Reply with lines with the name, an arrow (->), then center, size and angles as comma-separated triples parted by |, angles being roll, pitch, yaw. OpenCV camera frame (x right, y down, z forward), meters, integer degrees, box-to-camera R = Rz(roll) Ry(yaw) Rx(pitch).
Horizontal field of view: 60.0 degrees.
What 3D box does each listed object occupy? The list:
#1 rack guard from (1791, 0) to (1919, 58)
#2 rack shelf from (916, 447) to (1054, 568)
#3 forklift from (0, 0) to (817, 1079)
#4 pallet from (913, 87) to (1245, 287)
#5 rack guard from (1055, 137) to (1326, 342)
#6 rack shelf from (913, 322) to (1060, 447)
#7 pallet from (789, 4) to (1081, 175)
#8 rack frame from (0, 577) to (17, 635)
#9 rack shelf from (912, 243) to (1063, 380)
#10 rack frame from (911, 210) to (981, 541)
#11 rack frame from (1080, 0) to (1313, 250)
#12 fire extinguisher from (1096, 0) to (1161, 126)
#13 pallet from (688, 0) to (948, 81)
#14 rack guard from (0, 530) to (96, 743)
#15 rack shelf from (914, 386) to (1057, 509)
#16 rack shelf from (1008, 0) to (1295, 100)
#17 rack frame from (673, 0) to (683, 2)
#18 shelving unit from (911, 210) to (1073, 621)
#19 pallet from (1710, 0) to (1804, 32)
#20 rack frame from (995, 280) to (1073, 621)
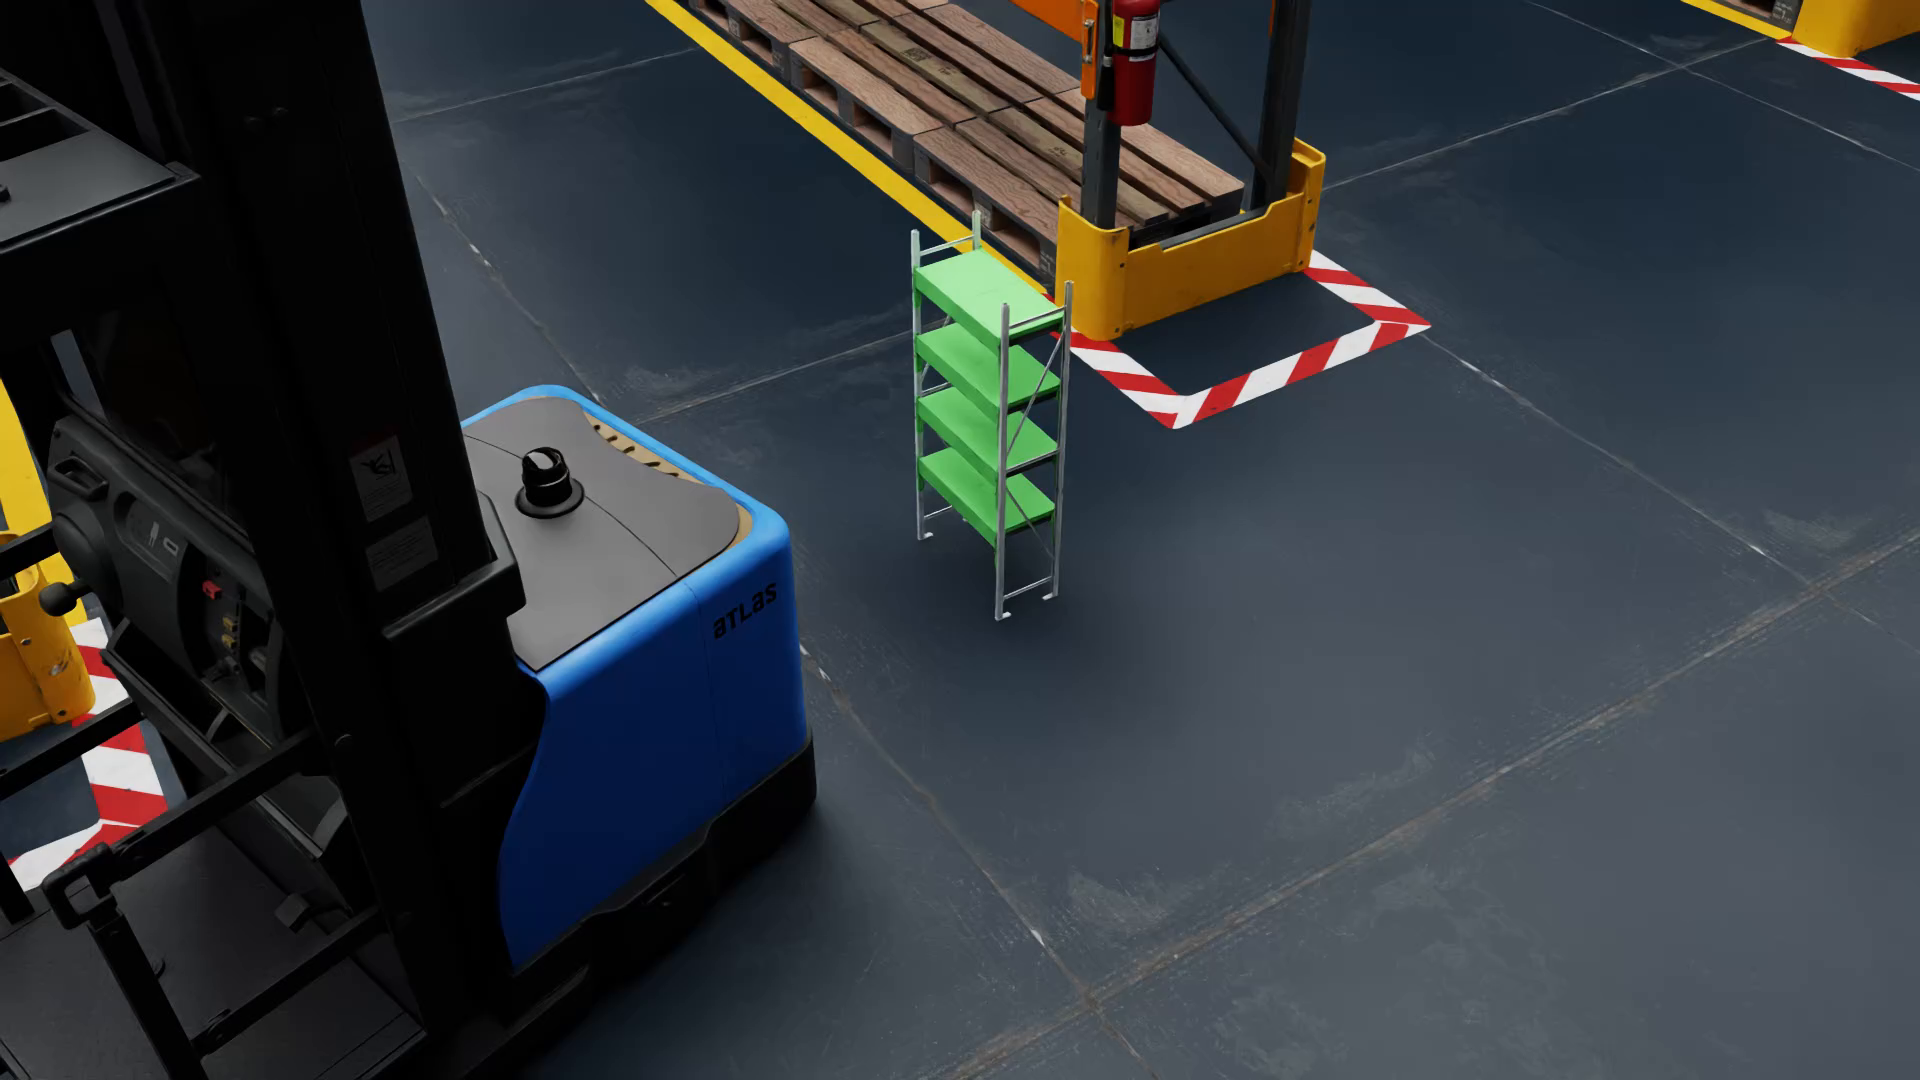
rack guard -> 5.065, -3.022, 8.986 | 1.175, 0.500, 0.348 | -22, 45, -24
rack shelf -> 0.089, -0.138, 5.453 | 0.258, 0.148, 0.480 | -22, 45, -24
forklift -> -1.761, 0.153, 3.277 | 1.130, 2.935, 3.031 | 29, 48, 31
pallet -> 0.517, -1.626, 7.536 | 1.003, 0.211, 1.213 | -22, 45, -24
rack guard -> 0.951, -1.270, 6.883 | 1.175, 0.500, 0.348 | -22, 45, -24
rack shelf -> 0.089, -0.507, 5.146 | 0.258, 0.148, 0.480 | -22, 45, -24
pallet -> -0.135, -2.284, 8.325 | 1.003, 0.211, 1.213 | -22, 45, -24
rack frame -> -3.249, -0.534, 4.047 | 1.000, 3.000, 0.127 | -22, 45, -24
rack shelf -> 0.089, -0.691, 4.992 | 0.258, 0.148, 0.480 | -22, 45, -24
rack frame -> -0.042, -0.503, 5.417 | 0.240, 1.200, 0.015 | -22, 45, -24
rack frame -> 0.927, -2.238, 6.093 | 1.000, 3.000, 0.127 | -22, 45, -24
fire extinguisher -> 0.625, -1.828, 5.952 | 0.296, 0.674, 0.183 | -22, 45, -24
pallet -> -0.795, -2.943, 9.117 | 1.003, 0.211, 1.213 | -22, 45, -24
rack guard -> -3.236, 0.440, 4.832 | 1.175, 0.500, 0.348 | -22, 45, -24
rack shelf -> 0.089, -0.323, 5.300 | 0.258, 0.148, 0.480 | -22, 45, -24
rack shelf -> -0.148, -3.042, 7.619 | 1.077, 0.370, 4.000 | -22, 45, -24
rack frame -> -1.224, -4.397, 8.684 | 1.000, 3.000, 0.127 | -22, 45, -24
shelving unit -> 0.089, -0.372, 5.259 | 0.258, 1.200, 0.503 | -22, 45, -24
pallet -> 4.635, -3.341, 9.595 | 1.003, 0.211, 1.213 | -22, 45, -24
rack frame -> 0.220, -0.240, 5.101 | 0.240, 1.200, 0.015 | -22, 45, -24
